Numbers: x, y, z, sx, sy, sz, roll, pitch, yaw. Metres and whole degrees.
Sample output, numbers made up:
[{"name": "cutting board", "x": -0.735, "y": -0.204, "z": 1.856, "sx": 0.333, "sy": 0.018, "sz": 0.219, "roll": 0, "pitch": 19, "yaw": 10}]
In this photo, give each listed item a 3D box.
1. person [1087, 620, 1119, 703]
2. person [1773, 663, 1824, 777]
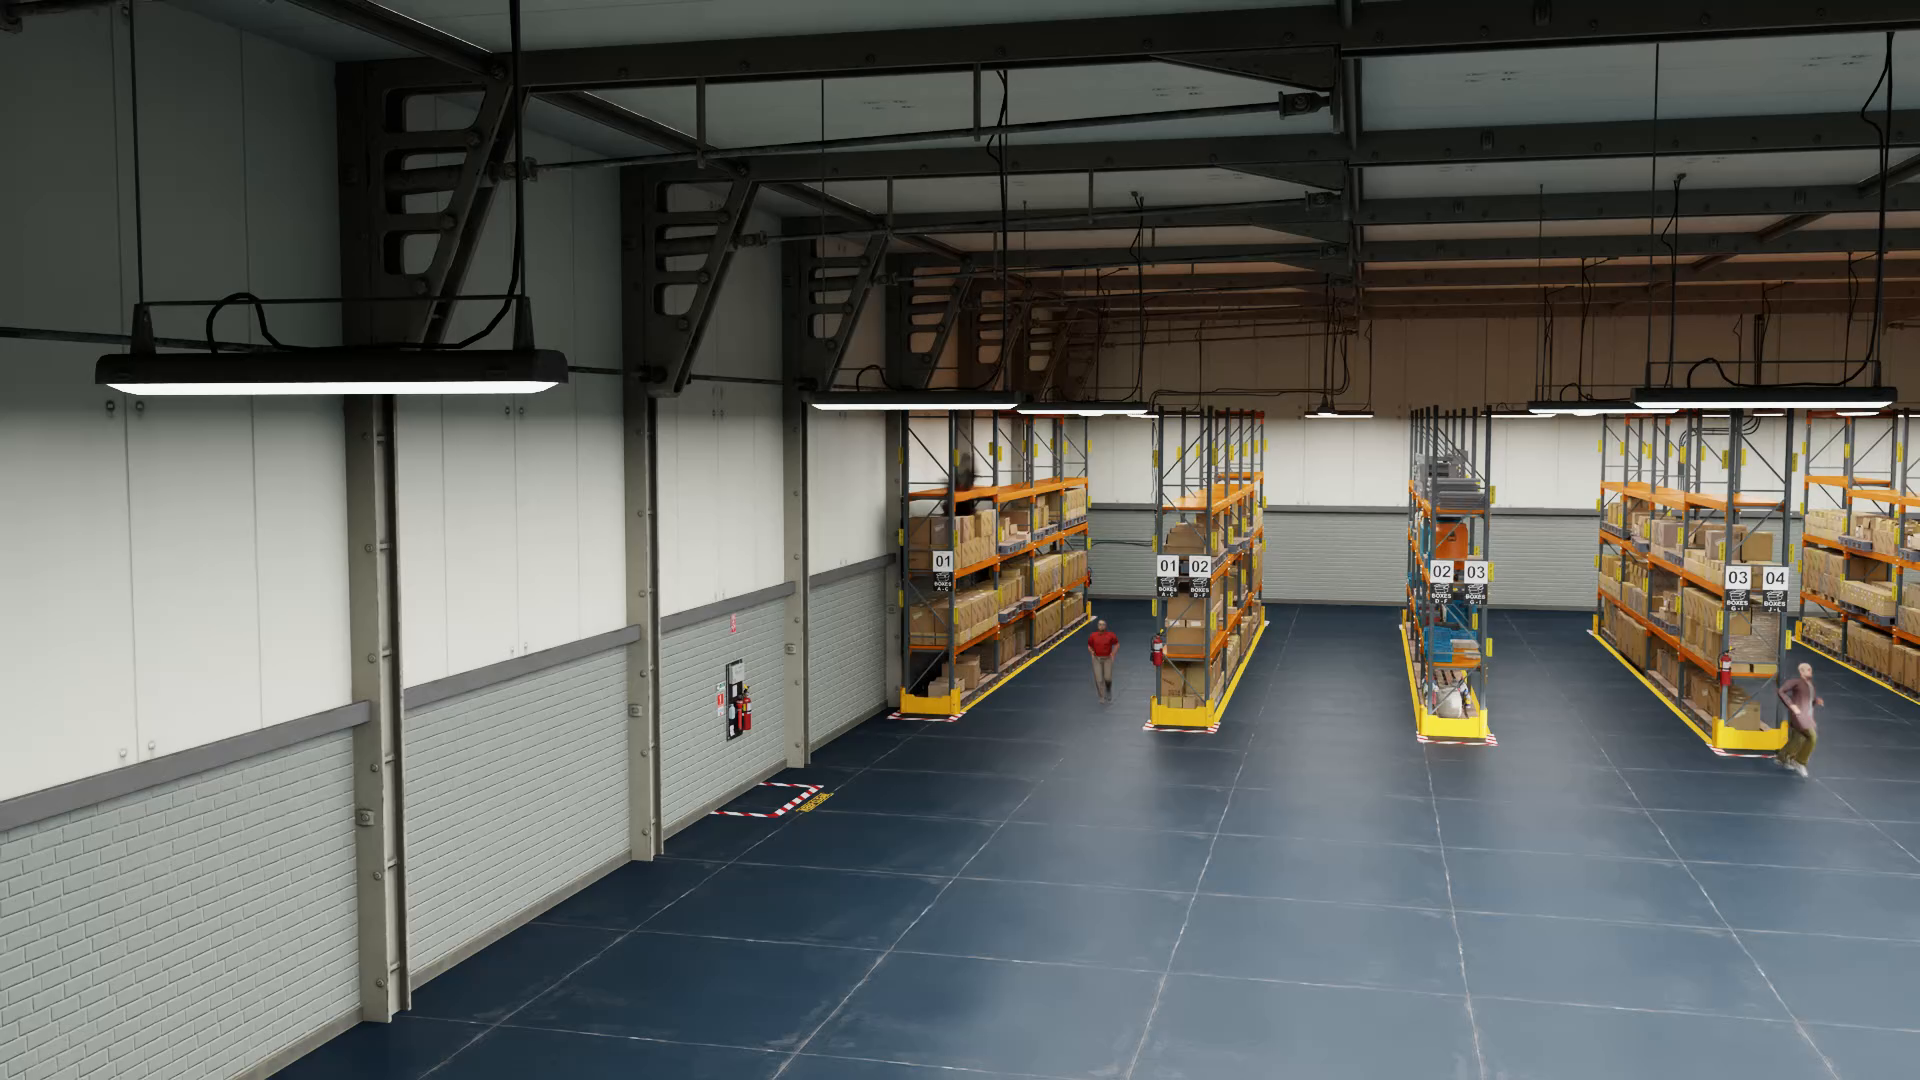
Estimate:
[{"name": "person", "x": 2.863, "y": 2.445, "z": 33.441, "sx": 0.638, "sy": 1.681, "sz": 0.586, "roll": 1, "pitch": 4, "yaw": 11}, {"name": "person", "x": 13.661, "y": 2.907, "z": 27.048, "sx": 0.726, "sy": 1.825, "sz": 0.720, "roll": -3, "pitch": 5, "yaw": -37}]
